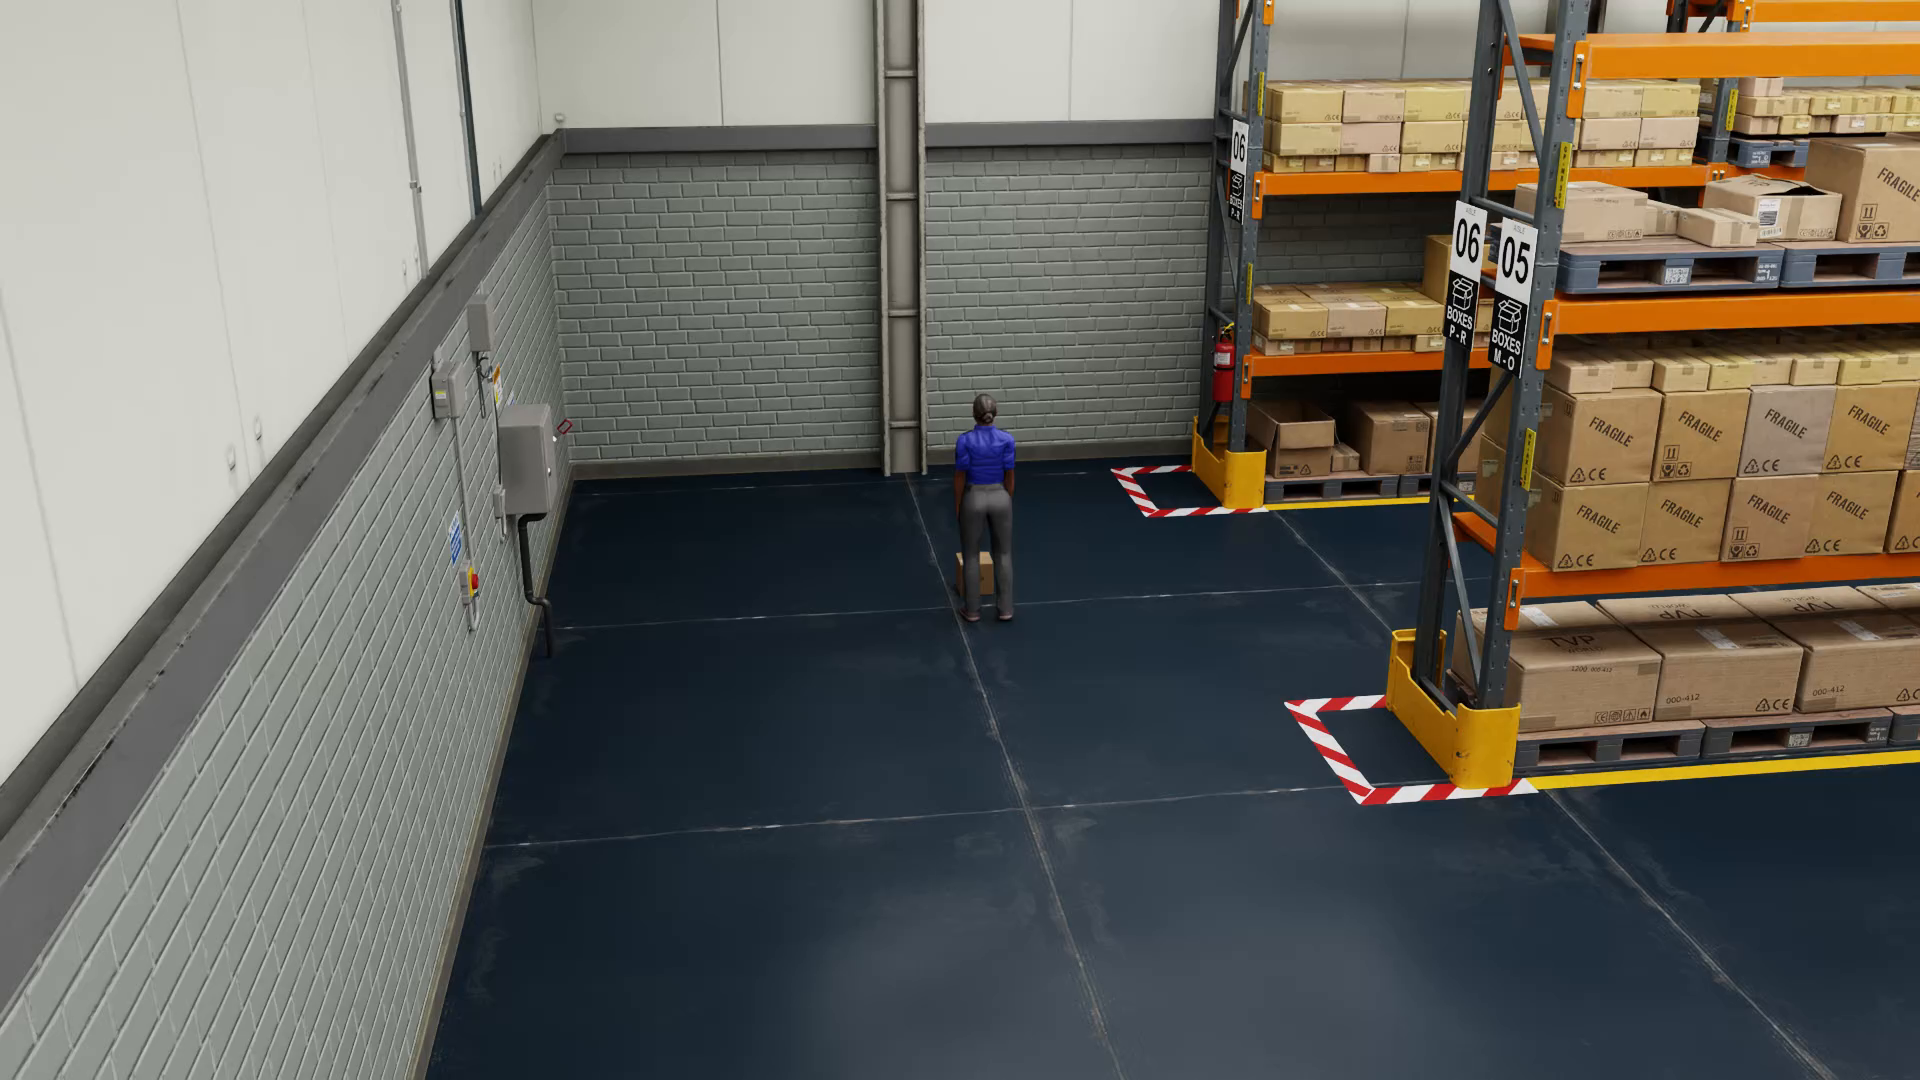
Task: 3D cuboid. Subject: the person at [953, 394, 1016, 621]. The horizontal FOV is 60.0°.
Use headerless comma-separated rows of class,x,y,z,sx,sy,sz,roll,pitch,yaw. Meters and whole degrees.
person,0.167,-0.229,11.725,0.436,1.664,0.300,-2,20,-7
